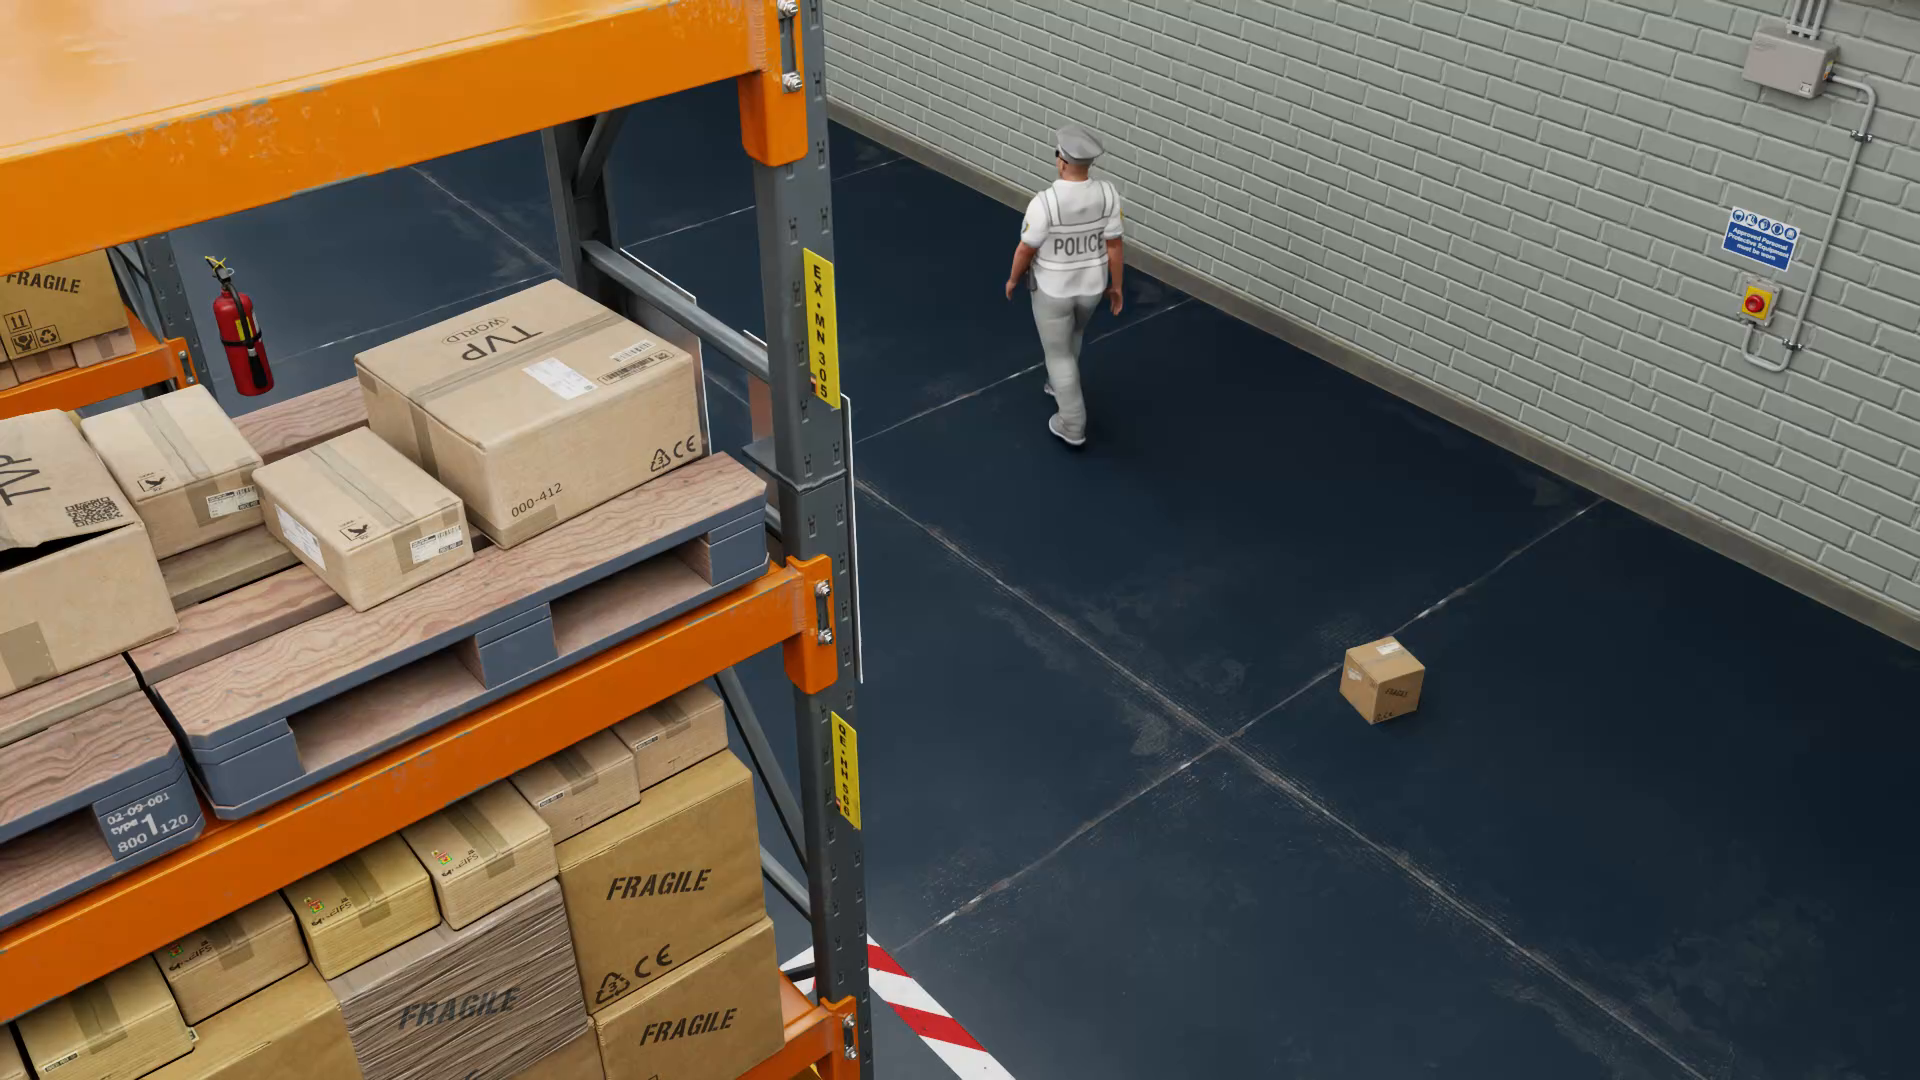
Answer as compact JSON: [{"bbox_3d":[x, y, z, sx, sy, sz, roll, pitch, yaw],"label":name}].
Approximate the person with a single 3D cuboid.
[{"bbox_3d":[0.540,-1.399,9.028,0.578,1.806,0.786,-15,38,-20],"label":"person"}]
